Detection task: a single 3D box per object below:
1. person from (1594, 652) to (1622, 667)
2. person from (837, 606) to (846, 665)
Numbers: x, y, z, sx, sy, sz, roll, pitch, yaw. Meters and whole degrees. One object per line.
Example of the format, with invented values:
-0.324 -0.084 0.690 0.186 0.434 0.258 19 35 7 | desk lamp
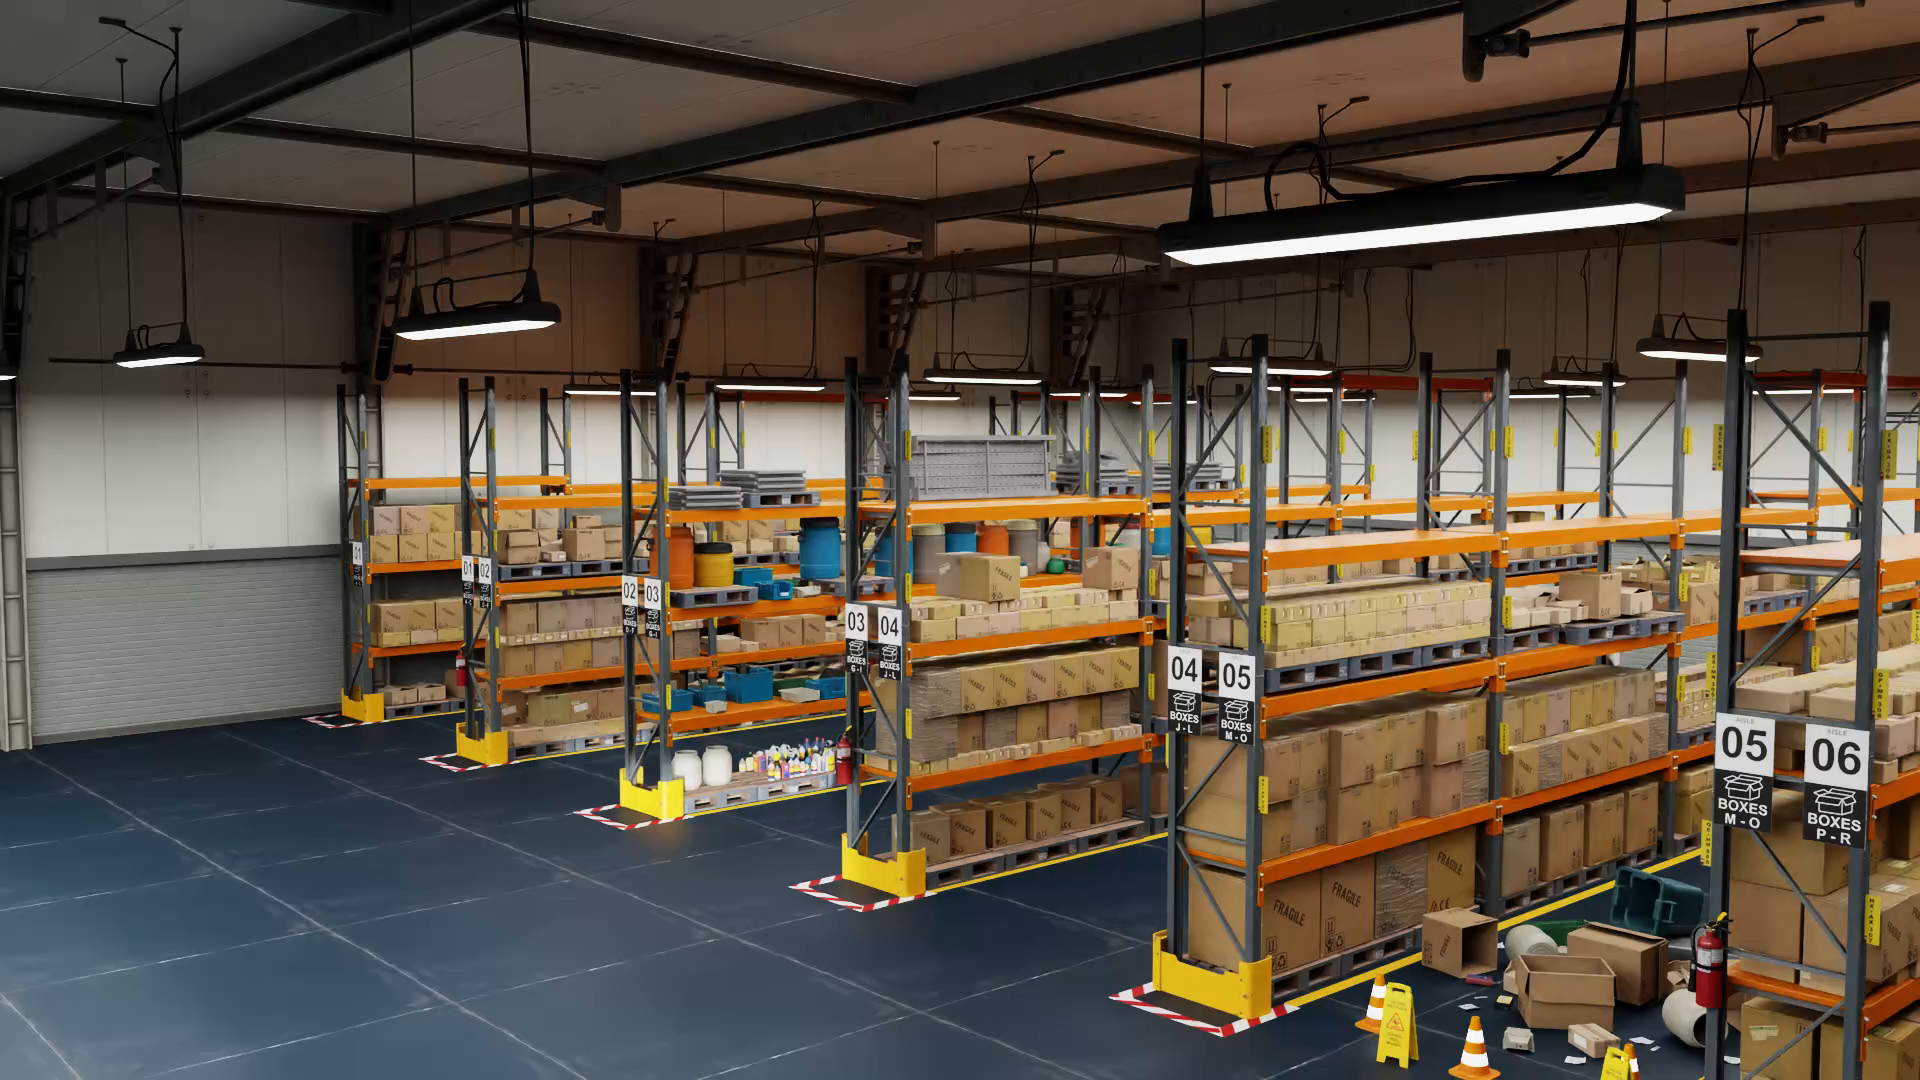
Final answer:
11.839 2.360 30.441 0.514 1.762 0.521 -1 4 -18 | person
-2.280 2.128 33.850 0.456 1.685 0.481 1 4 17 | person
